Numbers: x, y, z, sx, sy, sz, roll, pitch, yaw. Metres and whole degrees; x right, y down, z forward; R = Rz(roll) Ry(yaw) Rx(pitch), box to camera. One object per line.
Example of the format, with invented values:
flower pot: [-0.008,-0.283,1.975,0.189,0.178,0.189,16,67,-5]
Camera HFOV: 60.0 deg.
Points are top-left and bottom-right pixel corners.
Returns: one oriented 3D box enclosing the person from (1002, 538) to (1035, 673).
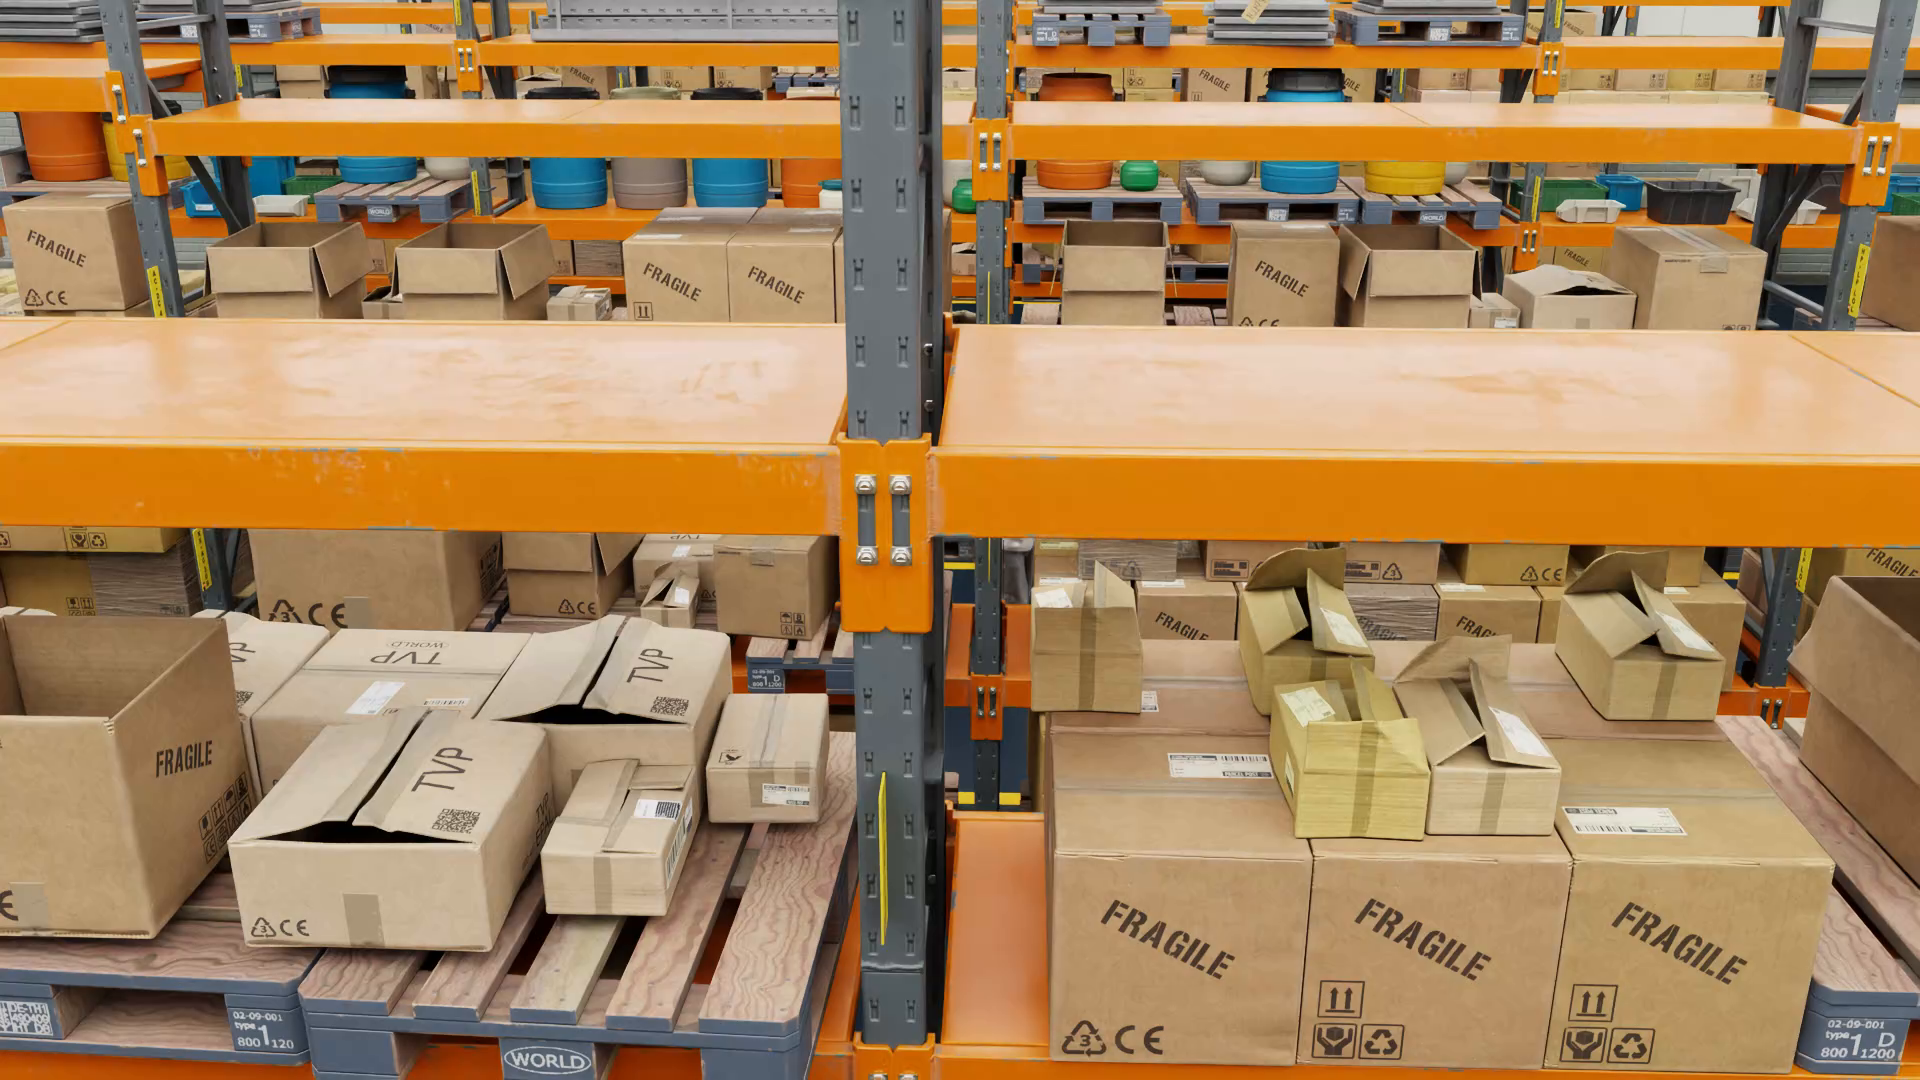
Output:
person: [0.443,0.062,11.536,0.505,1.803,0.568,17,26,37]
